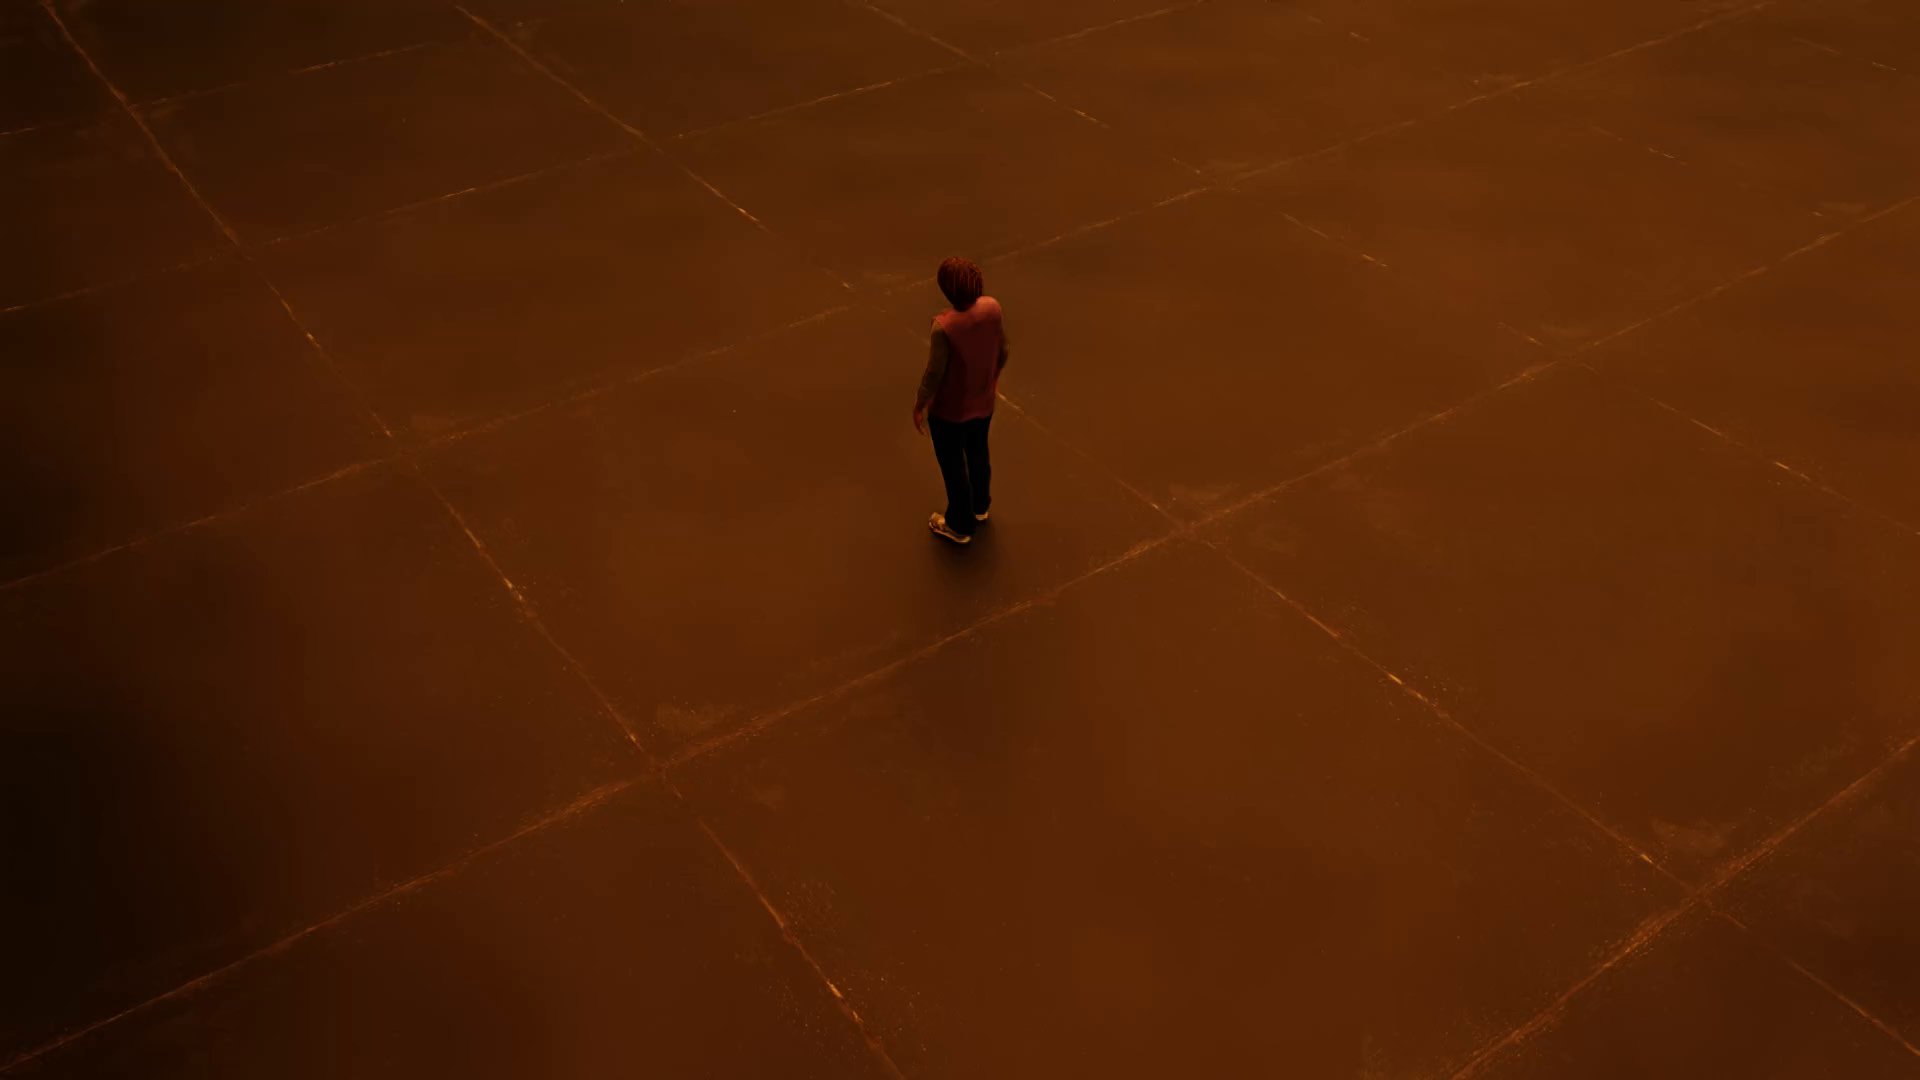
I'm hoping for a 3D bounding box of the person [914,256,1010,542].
[{"bbox_3d":[-0.032,-0.688,7.986,0.520,1.597,0.474,-23,42,-28],"label":"person"}]
